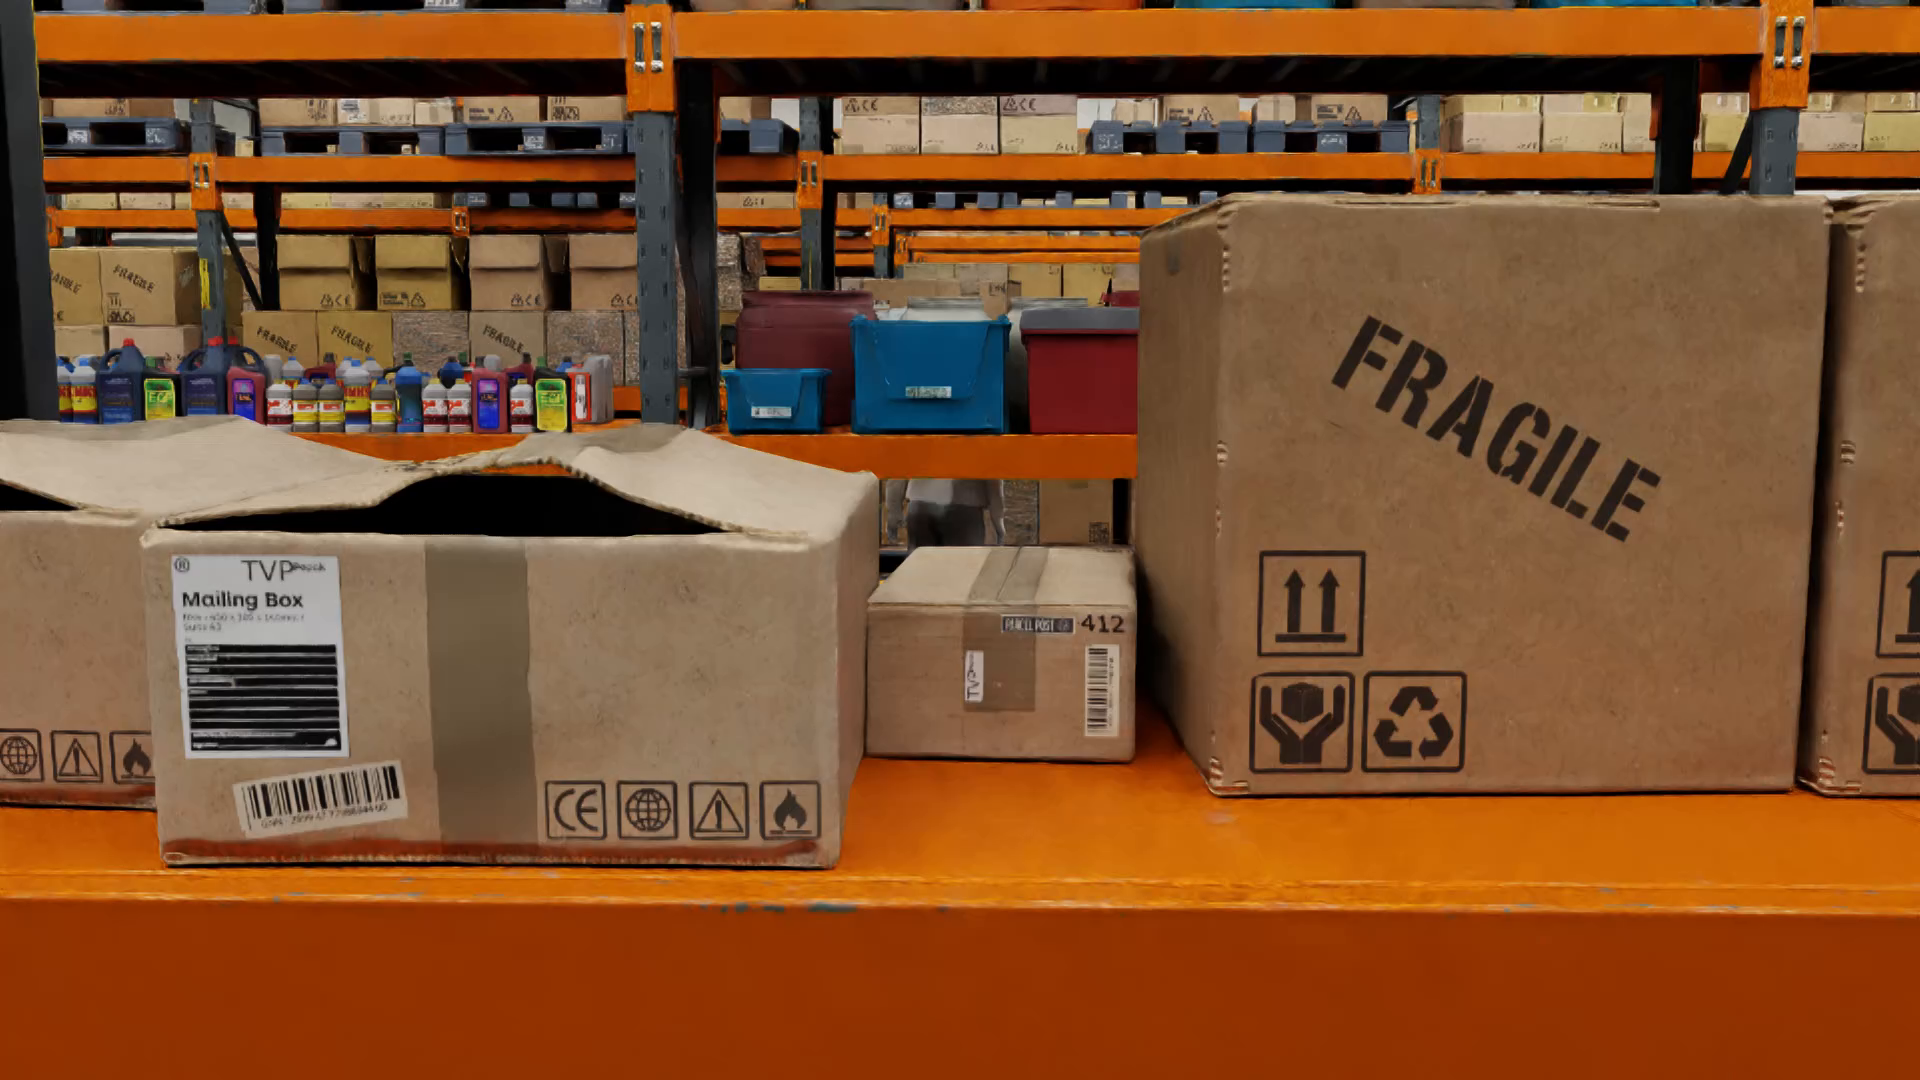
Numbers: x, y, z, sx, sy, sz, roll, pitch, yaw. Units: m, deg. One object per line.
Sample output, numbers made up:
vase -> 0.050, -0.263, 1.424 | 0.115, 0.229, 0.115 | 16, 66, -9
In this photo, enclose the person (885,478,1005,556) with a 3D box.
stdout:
person -> -0.059, -0.107, 7.365 | 0.611, 1.688, 0.364 | 4, 8, 29
